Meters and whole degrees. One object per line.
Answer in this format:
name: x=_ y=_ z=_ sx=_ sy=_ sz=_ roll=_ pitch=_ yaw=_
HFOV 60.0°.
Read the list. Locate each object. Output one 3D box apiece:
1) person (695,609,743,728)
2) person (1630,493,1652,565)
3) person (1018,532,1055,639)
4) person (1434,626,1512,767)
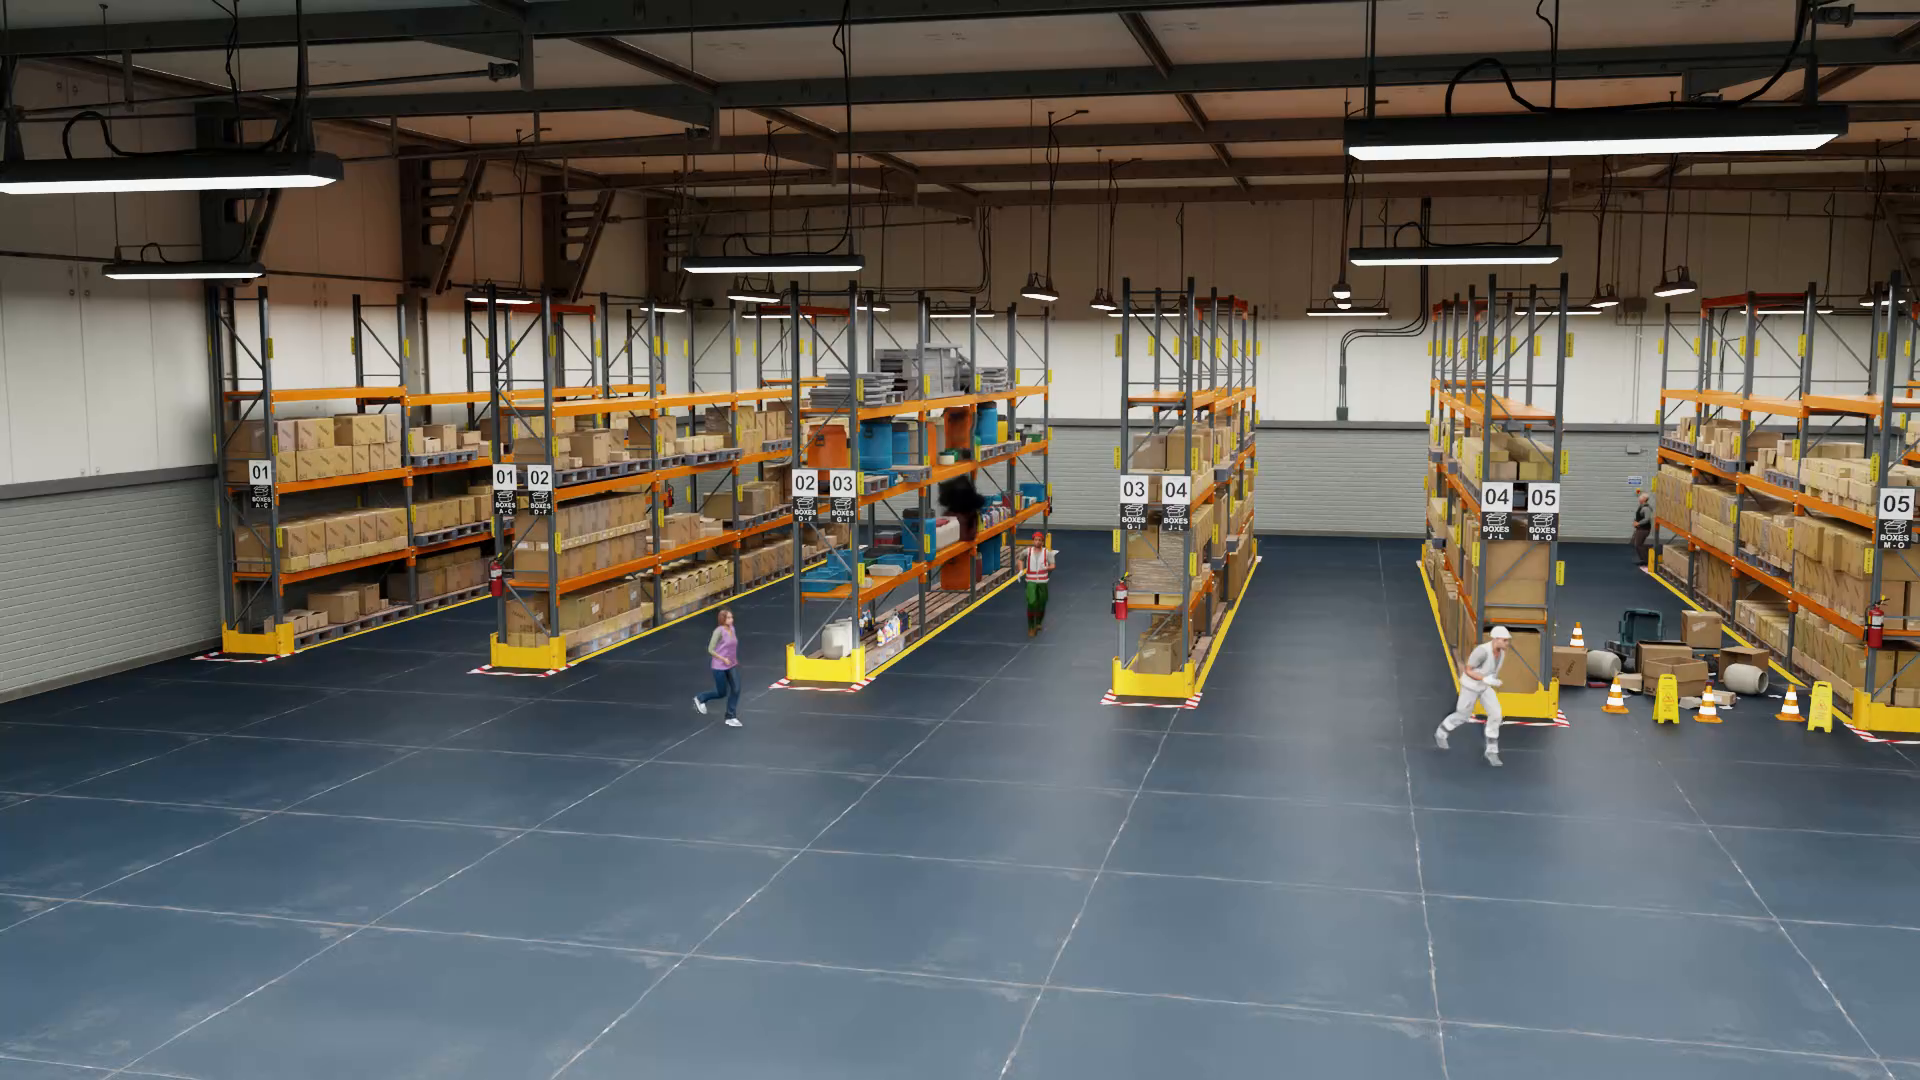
person: x=-3.201 y=1.691 z=22.163 sx=0.766 sy=1.573 sz=0.529 roll=4 pitch=8 yaw=34
person: x=15.819 y=-0.242 z=38.477 sx=0.535 sy=1.680 sz=0.688 roll=2 pitch=7 yaw=17
person: x=1.337 y=0.774 z=28.994 sx=0.645 sy=1.838 sz=0.766 roll=0 pitch=7 yaw=-3
person: x=6.265 y=1.858 z=20.295 sx=0.704 sy=1.731 sz=1.056 roll=-5 pitch=8 yaw=-37
